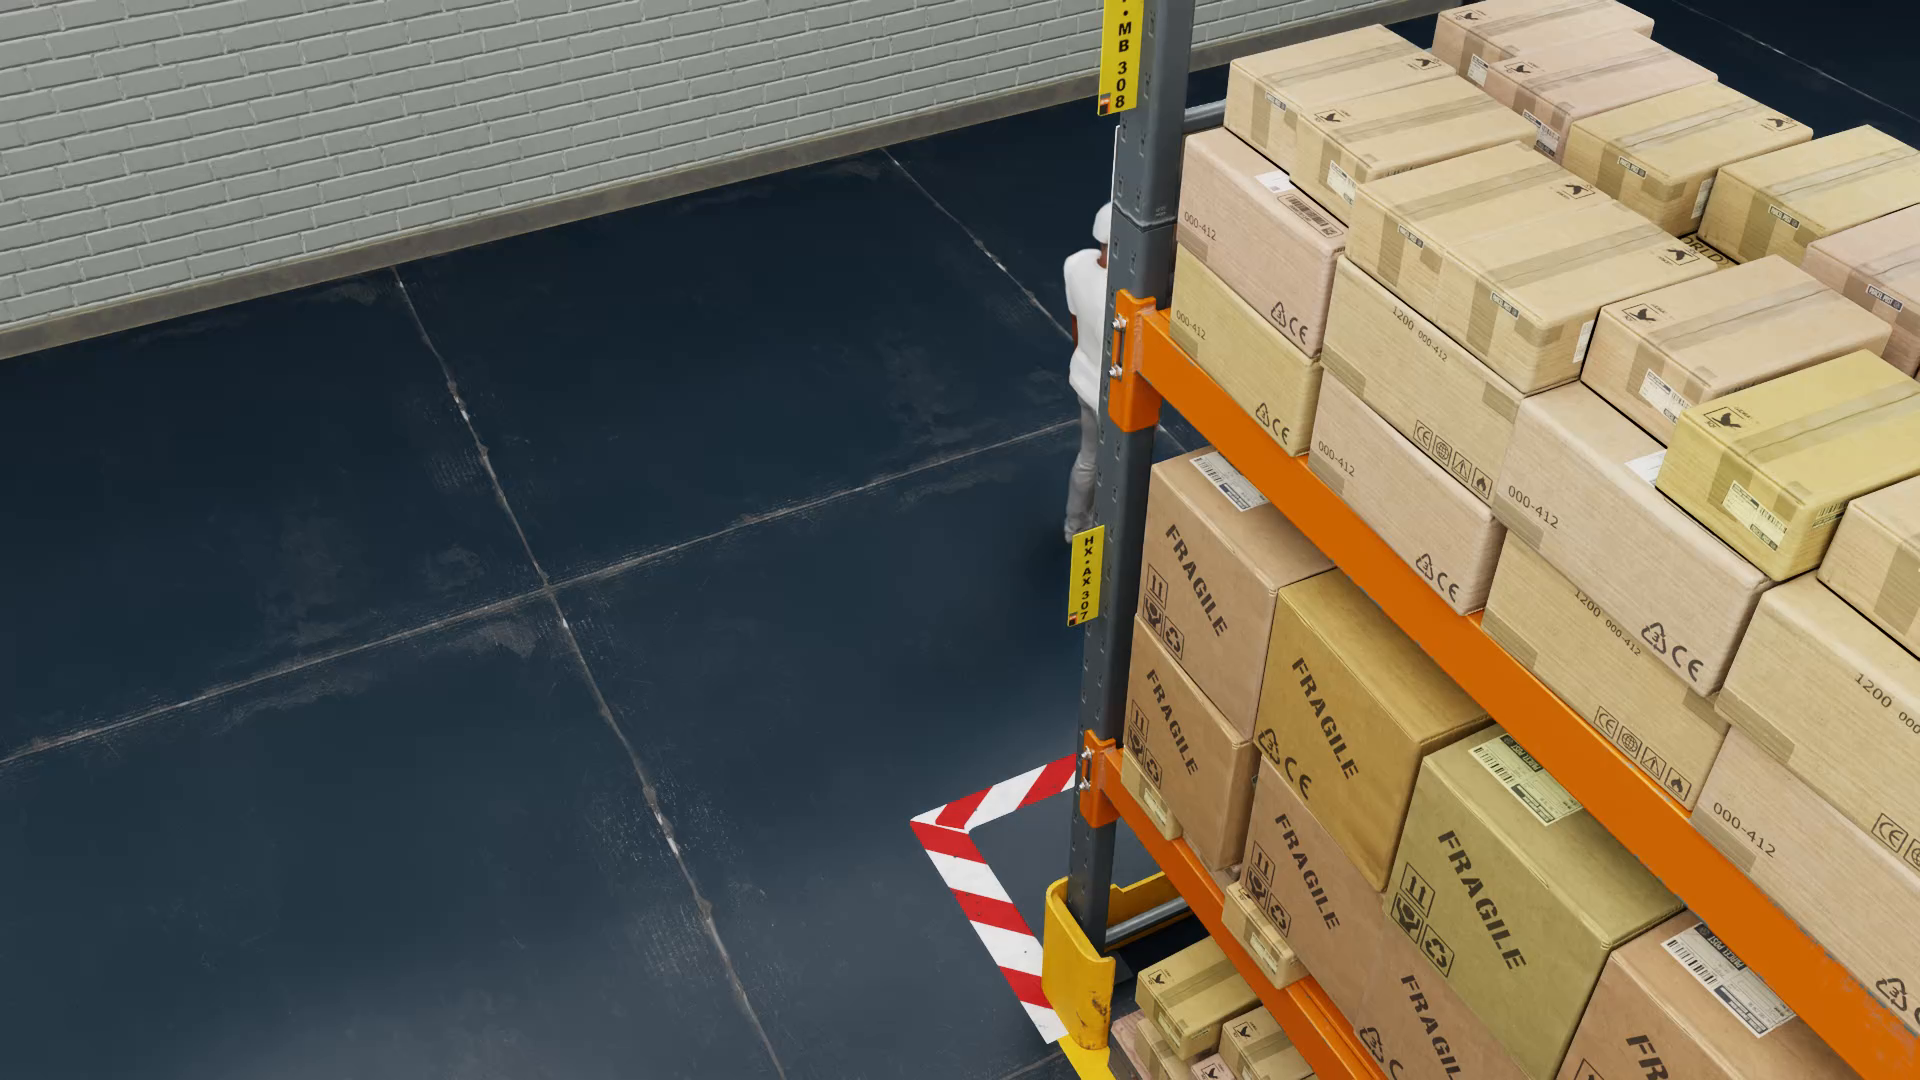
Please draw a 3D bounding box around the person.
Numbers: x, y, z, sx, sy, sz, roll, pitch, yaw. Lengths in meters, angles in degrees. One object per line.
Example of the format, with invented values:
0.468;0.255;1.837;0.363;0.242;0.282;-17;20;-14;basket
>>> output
0.639;-0.620;6.853;0.366;1.764;0.562;-18;44;-19;person
